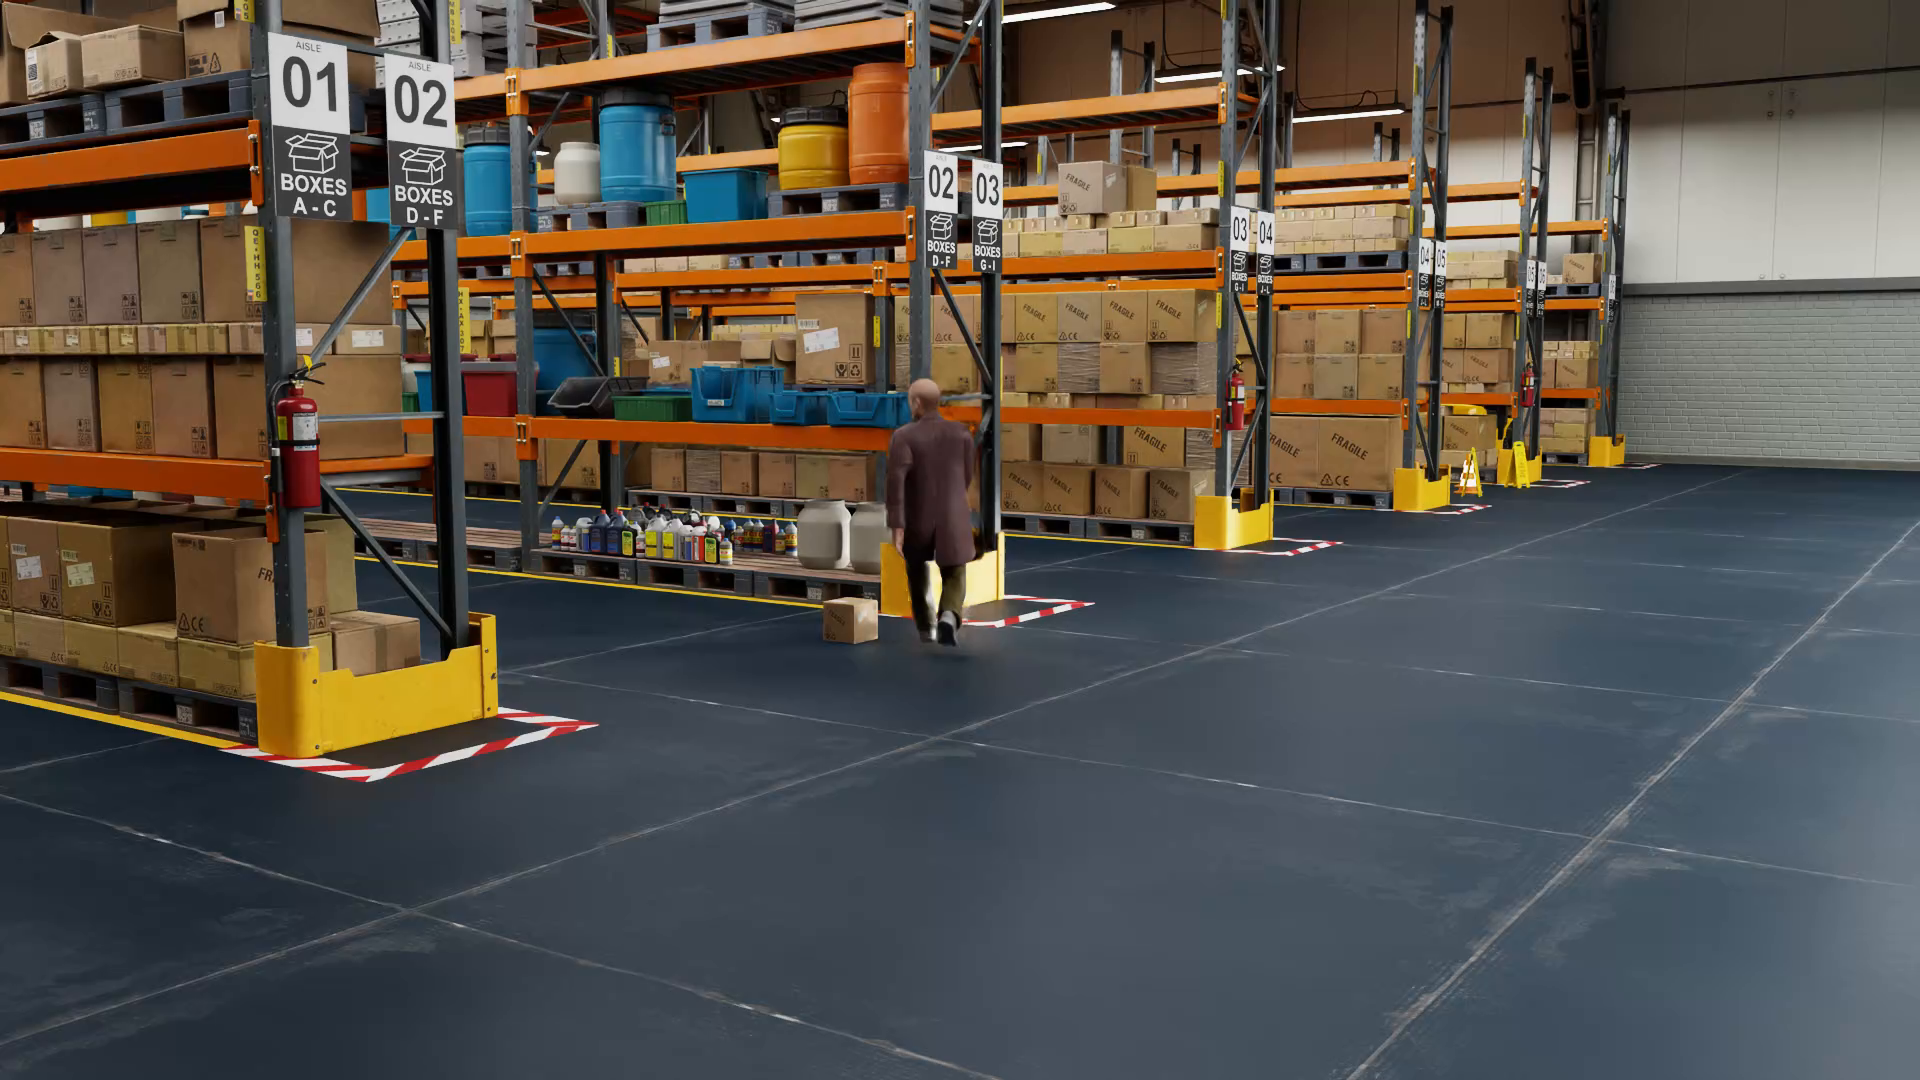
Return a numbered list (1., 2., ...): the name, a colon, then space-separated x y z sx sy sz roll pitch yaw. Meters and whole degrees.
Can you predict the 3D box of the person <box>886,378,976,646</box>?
1. person: -0.184 -0.162 10.137 0.562 1.644 1.118 -1 6 -5
